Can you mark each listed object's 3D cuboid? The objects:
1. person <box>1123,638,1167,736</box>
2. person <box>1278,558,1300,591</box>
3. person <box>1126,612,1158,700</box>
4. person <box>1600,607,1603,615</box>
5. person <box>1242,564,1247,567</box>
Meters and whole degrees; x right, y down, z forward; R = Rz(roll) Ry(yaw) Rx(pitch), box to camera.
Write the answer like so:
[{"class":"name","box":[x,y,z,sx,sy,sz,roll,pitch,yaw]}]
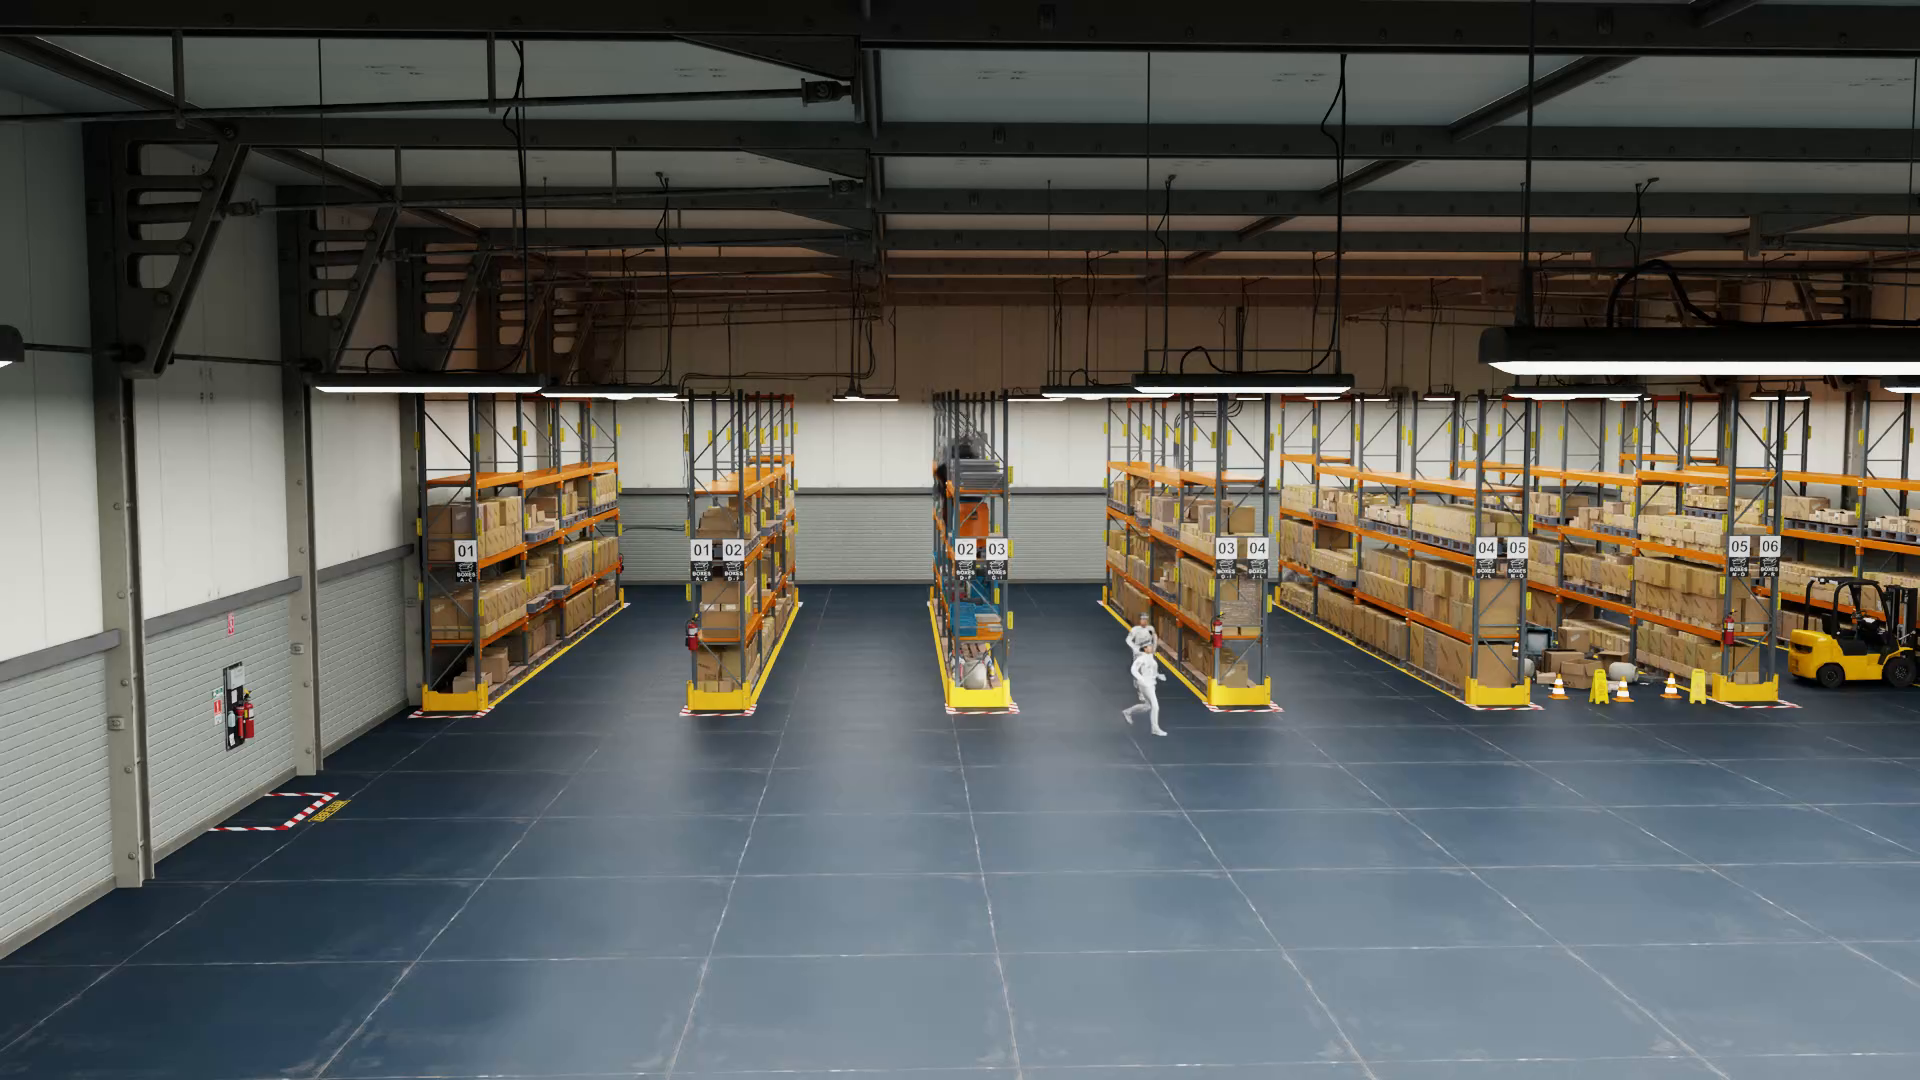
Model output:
[{"class":"person","box":[3.209,2.541,28.921,0.827,1.694,0.618,2,5,25]},{"class":"person","box":[9.750,0.864,48.795,0.876,1.817,0.695,0,5,-1]},{"class":"person","box":[3.578,2.239,32.661,0.644,1.684,0.857,0,5,-4]},{"class":"person","box":[16.953,1.310,44.549,0.539,1.596,0.951,-1,5,-11]},{"class":"person","box":[7.880,1.061,46.201,0.731,1.803,0.949,1,5,7]}]
